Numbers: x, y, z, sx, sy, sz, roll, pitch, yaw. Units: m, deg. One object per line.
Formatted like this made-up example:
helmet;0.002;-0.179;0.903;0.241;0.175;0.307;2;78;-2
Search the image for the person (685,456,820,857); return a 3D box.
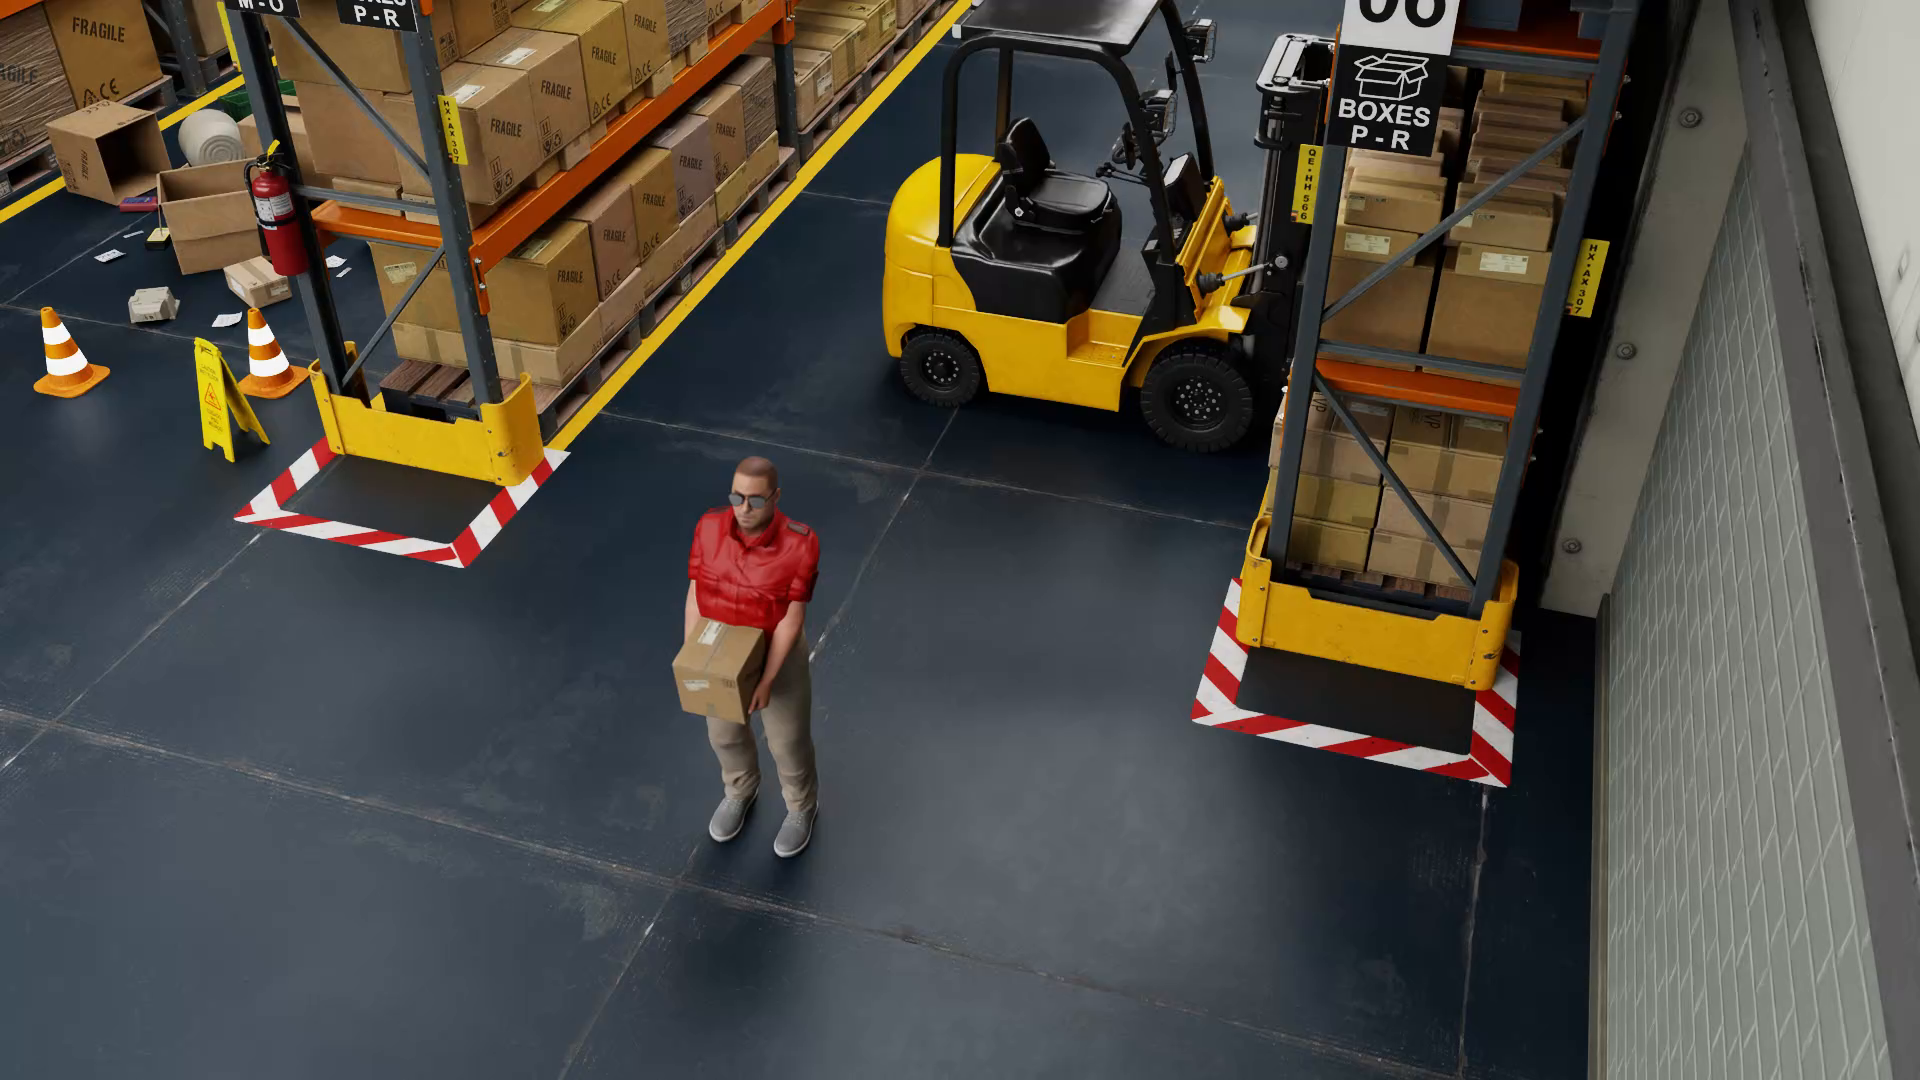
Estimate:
person;-0.787;0.501;6.246;0.493;1.712;0.531;11;38;14
